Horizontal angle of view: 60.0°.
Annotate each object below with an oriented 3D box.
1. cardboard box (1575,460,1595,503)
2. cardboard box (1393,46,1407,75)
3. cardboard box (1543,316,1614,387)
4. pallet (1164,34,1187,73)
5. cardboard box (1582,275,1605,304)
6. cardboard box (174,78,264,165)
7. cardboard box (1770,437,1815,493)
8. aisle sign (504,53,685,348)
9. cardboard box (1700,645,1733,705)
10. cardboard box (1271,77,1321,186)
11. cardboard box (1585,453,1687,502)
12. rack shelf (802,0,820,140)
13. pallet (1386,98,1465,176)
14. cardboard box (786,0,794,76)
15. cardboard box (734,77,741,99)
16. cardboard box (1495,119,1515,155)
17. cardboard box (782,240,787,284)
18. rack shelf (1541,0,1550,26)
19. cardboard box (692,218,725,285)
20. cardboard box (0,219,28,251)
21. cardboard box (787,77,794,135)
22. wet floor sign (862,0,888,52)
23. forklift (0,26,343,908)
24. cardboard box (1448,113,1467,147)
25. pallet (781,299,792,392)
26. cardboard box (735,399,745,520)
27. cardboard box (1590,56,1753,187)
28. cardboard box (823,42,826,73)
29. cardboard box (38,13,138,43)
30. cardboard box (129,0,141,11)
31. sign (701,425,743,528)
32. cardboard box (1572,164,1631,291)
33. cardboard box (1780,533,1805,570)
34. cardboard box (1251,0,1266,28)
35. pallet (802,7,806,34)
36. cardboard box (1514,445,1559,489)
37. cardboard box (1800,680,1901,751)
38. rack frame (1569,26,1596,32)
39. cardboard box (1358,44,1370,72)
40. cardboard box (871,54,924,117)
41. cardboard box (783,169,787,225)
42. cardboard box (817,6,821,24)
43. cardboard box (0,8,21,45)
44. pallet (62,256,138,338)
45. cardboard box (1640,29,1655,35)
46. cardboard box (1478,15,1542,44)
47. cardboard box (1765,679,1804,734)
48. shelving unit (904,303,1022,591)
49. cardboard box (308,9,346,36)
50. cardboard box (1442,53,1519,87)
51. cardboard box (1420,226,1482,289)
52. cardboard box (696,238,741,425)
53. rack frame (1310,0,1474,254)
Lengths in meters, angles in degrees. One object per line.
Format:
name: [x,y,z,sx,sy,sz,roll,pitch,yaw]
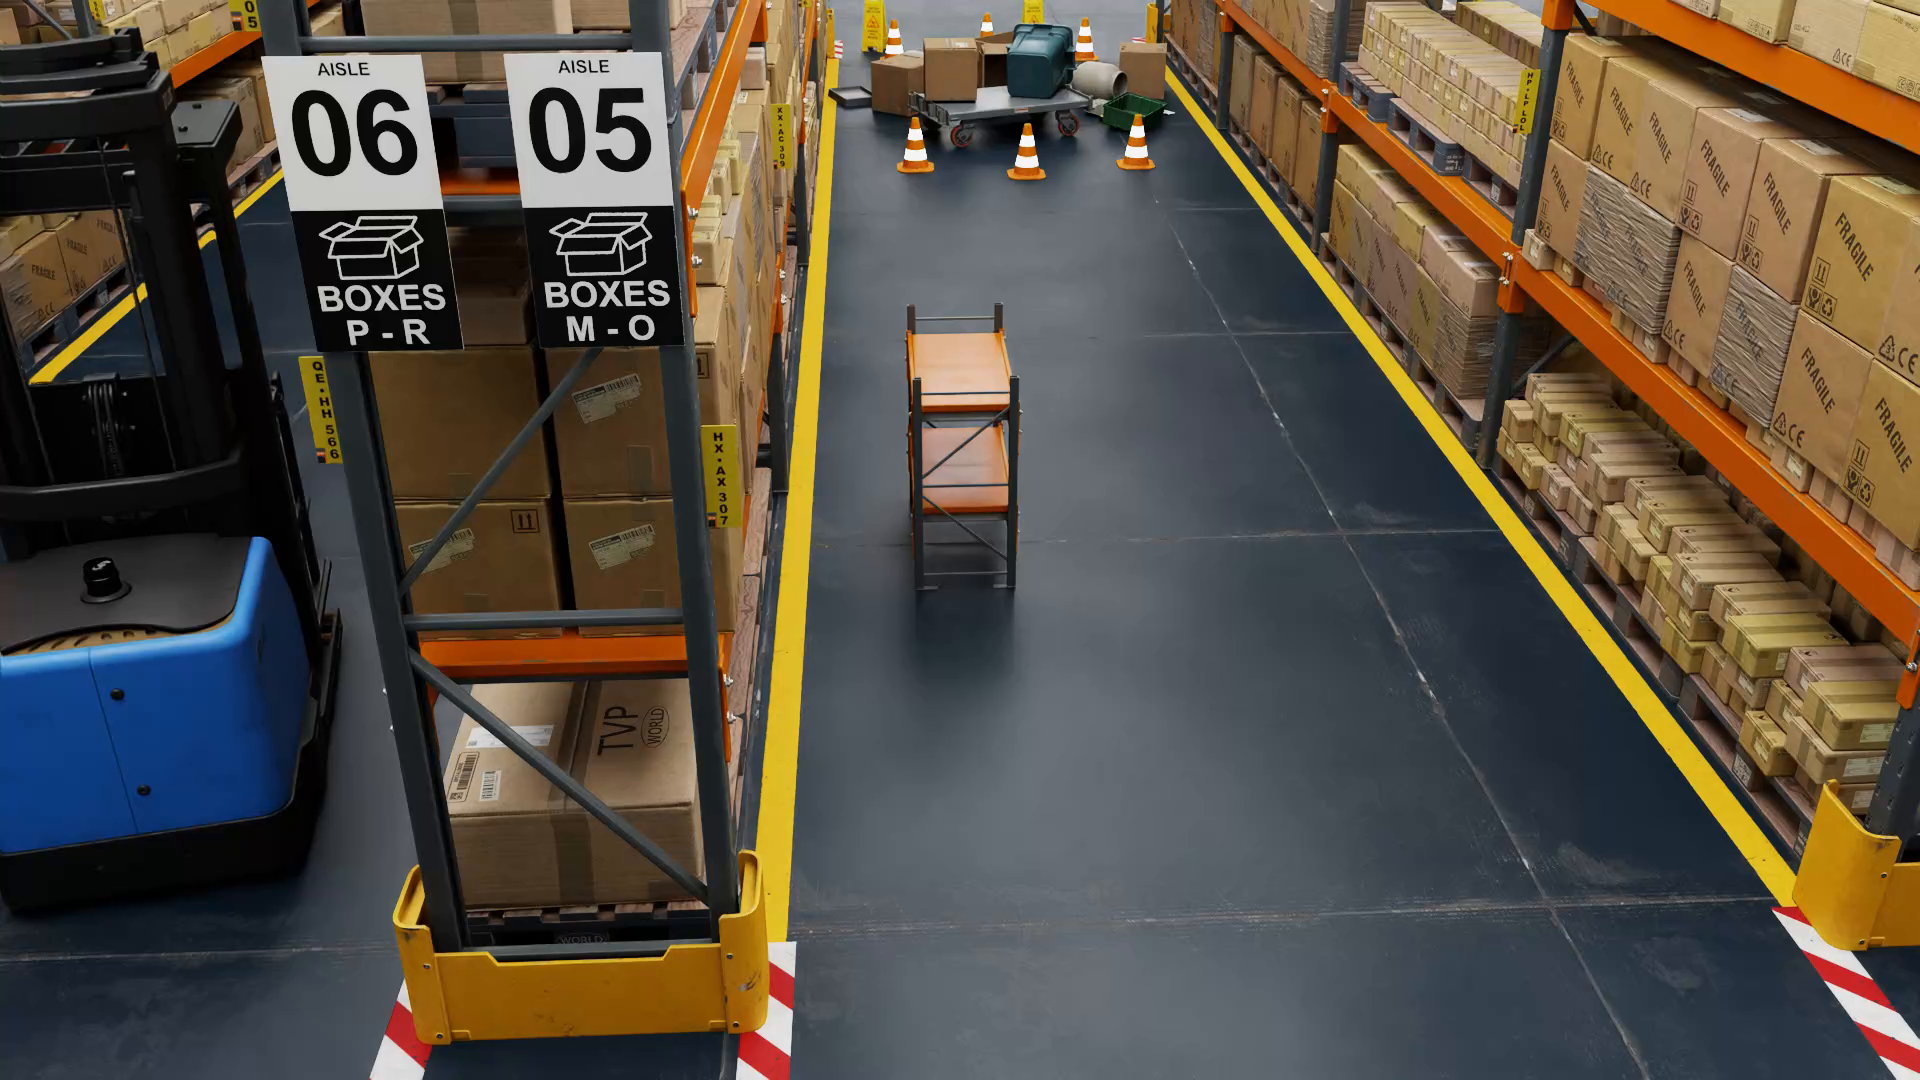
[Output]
cardboard box: [3.344,-0.295,8.378,0.380,0.149,0.250,-3,28,-5]
cardboard box: [3.145,-3.228,11.191,0.380,0.149,0.250,-1,28,-2]
cardboard box: [3.709,-1.192,10.041,0.500,0.500,0.500,0,28,-1]
pallet: [2.976,-5.705,19.460,1.003,0.211,1.213,-1,28,-3]
cardboard box: [3.324,-1.277,8.227,0.380,0.149,0.250,-3,28,-5]
cardboard box: [-6.759,-3.708,14.729,0.875,0.625,0.625,-2,28,-3]
cardboard box: [3.352,-0.300,6.354,0.380,0.149,0.250,-1,28,-1]
aisle sign: [-0.954,-0.880,4.382,0.394,0.787,0.004,-1,28,-3]
cardboard box: [3.387,0.566,7.050,0.380,0.149,0.250,-1,28,-2]
cardboard box: [3.282,-3.490,14.176,1.050,0.750,0.750,-1,28,-2]
cardboard box: [3.279,-0.305,8.077,0.380,0.149,0.250,-1,28,-2]
rack shelf: [-1.769,-4.053,14.054,1.077,0.370,4.000,-1,28,-3]
pallet: [3.418,-2.616,10.729,1.003,0.211,1.213,-1,28,-3]
cardboard box: [-1.322,-3.237,10.523,0.500,0.500,0.500,-1,28,-3]
cardboard box: [-1.216,-2.117,7.674,0.380,0.149,0.250,-1,28,-1]
cardboard box: [3.249,-2.274,9.363,0.380,0.149,0.250,-1,28,-2]
cardboard box: [-1.711,-2.371,11.896,0.875,0.875,0.875,-2,28,-3]
rack shelf: [3.378,-3.701,10.138,1.077,0.370,4.000,-1,28,-3]
cardboard box: [-0.973,-0.941,5.421,0.380,0.149,0.250,-1,28,-1]
cardboard box: [-6.346,-1.984,10.857,0.380,0.149,0.250,-2,28,-3]
cardboard box: [-1.281,-2.673,10.253,0.500,0.250,0.500,-2,28,-4]
wet floor sign: [-1.024,-6.212,19.963,0.267,0.644,0.232,8,29,15]
forklift: [-3.365,-0.627,6.783,1.130,2.935,3.031,-7,28,-13]
cardboard box: [3.206,-2.499,10.116,0.380,0.149,0.250,-3,28,-5]
pallet: [-1.638,-1.284,10.983,1.003,0.211,1.213,-1,28,-3]
cardboard box: [-1.039,-0.259,5.895,0.500,0.500,0.500,-2,28,-3]
cardboard box: [3.305,-1.933,7.702,0.500,0.500,0.500,-2,28,-4]
cardboard box: [-1.719,-5.262,18.114,0.500,0.250,0.500,-2,28,-4]
cardboard box: [-6.376,-3.693,12.208,0.500,0.250,0.500,-1,28,-3]
cardboard box: [-6.398,-4.054,12.469,0.380,0.149,0.250,-1,28,-1]
sign: [-0.692,-0.183,4.835,0.100,0.325,0.005,-1,28,-3]
cardboard box: [3.289,-1.480,7.914,0.500,0.500,0.500,-1,28,-3]
cardboard box: [3.915,0.037,7.421,0.380,0.149,0.250,-1,28,-2]
cardboard box: [2.874,-4.792,14.586,0.500,0.500,0.500,-2,28,-3]
pallet: [-1.809,-4.276,13.912,1.003,0.211,1.213,-1,28,-3]
cardboard box: [3.194,-0.390,8.883,0.380,0.149,0.250,-1,28,-1]
cardboard box: [3.410,0.656,6.234,0.380,0.149,0.250,-1,28,-2]
rack frame: [7.814,-7.382,19.659,1.000,3.000,0.127,-1,28,-3]
cardboard box: [3.095,-3.477,11.991,0.380,0.149,0.250,-2,28,-3]
cardboard box: [-0.571,-4.716,17.248,0.500,0.500,0.500,19,33,32]
cardboard box: [-1.244,-1.983,9.470,0.500,0.250,0.500,-2,28,-4]
cardboard box: [-1.581,-5.220,16.522,0.380,0.149,0.250,-1,28,-2]
cardboard box: [-6.751,-3.315,11.301,0.500,0.500,0.500,0,28,0]
pallet: [-6.620,-1.744,11.866,1.003,0.211,1.213,-1,28,-3]
cardboard box: [7.909,-5.606,18.504,0.500,0.500,0.500,1,28,2]
cardboard box: [3.781,-3.500,11.392,0.380,0.149,0.250,-1,28,-1]
cardboard box: [3.419,0.668,6.534,0.380,0.149,0.250,-2,28,-4]
shelving unit: [0.000,-0.496,8.484,0.538,1.125,1.048,-1,28,-3]
cardboard box: [-6.596,-5.281,17.069,0.500,0.250,0.500,0,28,-1]
cardboard box: [3.199,-2.888,10.218,0.380,0.149,0.250,-3,28,-5]
cardboard box: [3.177,-1.753,10.305,0.500,0.250,0.500,0,28,0]
cardboard box: [-1.021,-0.708,5.675,0.500,0.500,0.500,-2,28,-4]
rack frame: [3.273,-3.614,12.436,1.000,3.000,0.127,-1,28,-3]
